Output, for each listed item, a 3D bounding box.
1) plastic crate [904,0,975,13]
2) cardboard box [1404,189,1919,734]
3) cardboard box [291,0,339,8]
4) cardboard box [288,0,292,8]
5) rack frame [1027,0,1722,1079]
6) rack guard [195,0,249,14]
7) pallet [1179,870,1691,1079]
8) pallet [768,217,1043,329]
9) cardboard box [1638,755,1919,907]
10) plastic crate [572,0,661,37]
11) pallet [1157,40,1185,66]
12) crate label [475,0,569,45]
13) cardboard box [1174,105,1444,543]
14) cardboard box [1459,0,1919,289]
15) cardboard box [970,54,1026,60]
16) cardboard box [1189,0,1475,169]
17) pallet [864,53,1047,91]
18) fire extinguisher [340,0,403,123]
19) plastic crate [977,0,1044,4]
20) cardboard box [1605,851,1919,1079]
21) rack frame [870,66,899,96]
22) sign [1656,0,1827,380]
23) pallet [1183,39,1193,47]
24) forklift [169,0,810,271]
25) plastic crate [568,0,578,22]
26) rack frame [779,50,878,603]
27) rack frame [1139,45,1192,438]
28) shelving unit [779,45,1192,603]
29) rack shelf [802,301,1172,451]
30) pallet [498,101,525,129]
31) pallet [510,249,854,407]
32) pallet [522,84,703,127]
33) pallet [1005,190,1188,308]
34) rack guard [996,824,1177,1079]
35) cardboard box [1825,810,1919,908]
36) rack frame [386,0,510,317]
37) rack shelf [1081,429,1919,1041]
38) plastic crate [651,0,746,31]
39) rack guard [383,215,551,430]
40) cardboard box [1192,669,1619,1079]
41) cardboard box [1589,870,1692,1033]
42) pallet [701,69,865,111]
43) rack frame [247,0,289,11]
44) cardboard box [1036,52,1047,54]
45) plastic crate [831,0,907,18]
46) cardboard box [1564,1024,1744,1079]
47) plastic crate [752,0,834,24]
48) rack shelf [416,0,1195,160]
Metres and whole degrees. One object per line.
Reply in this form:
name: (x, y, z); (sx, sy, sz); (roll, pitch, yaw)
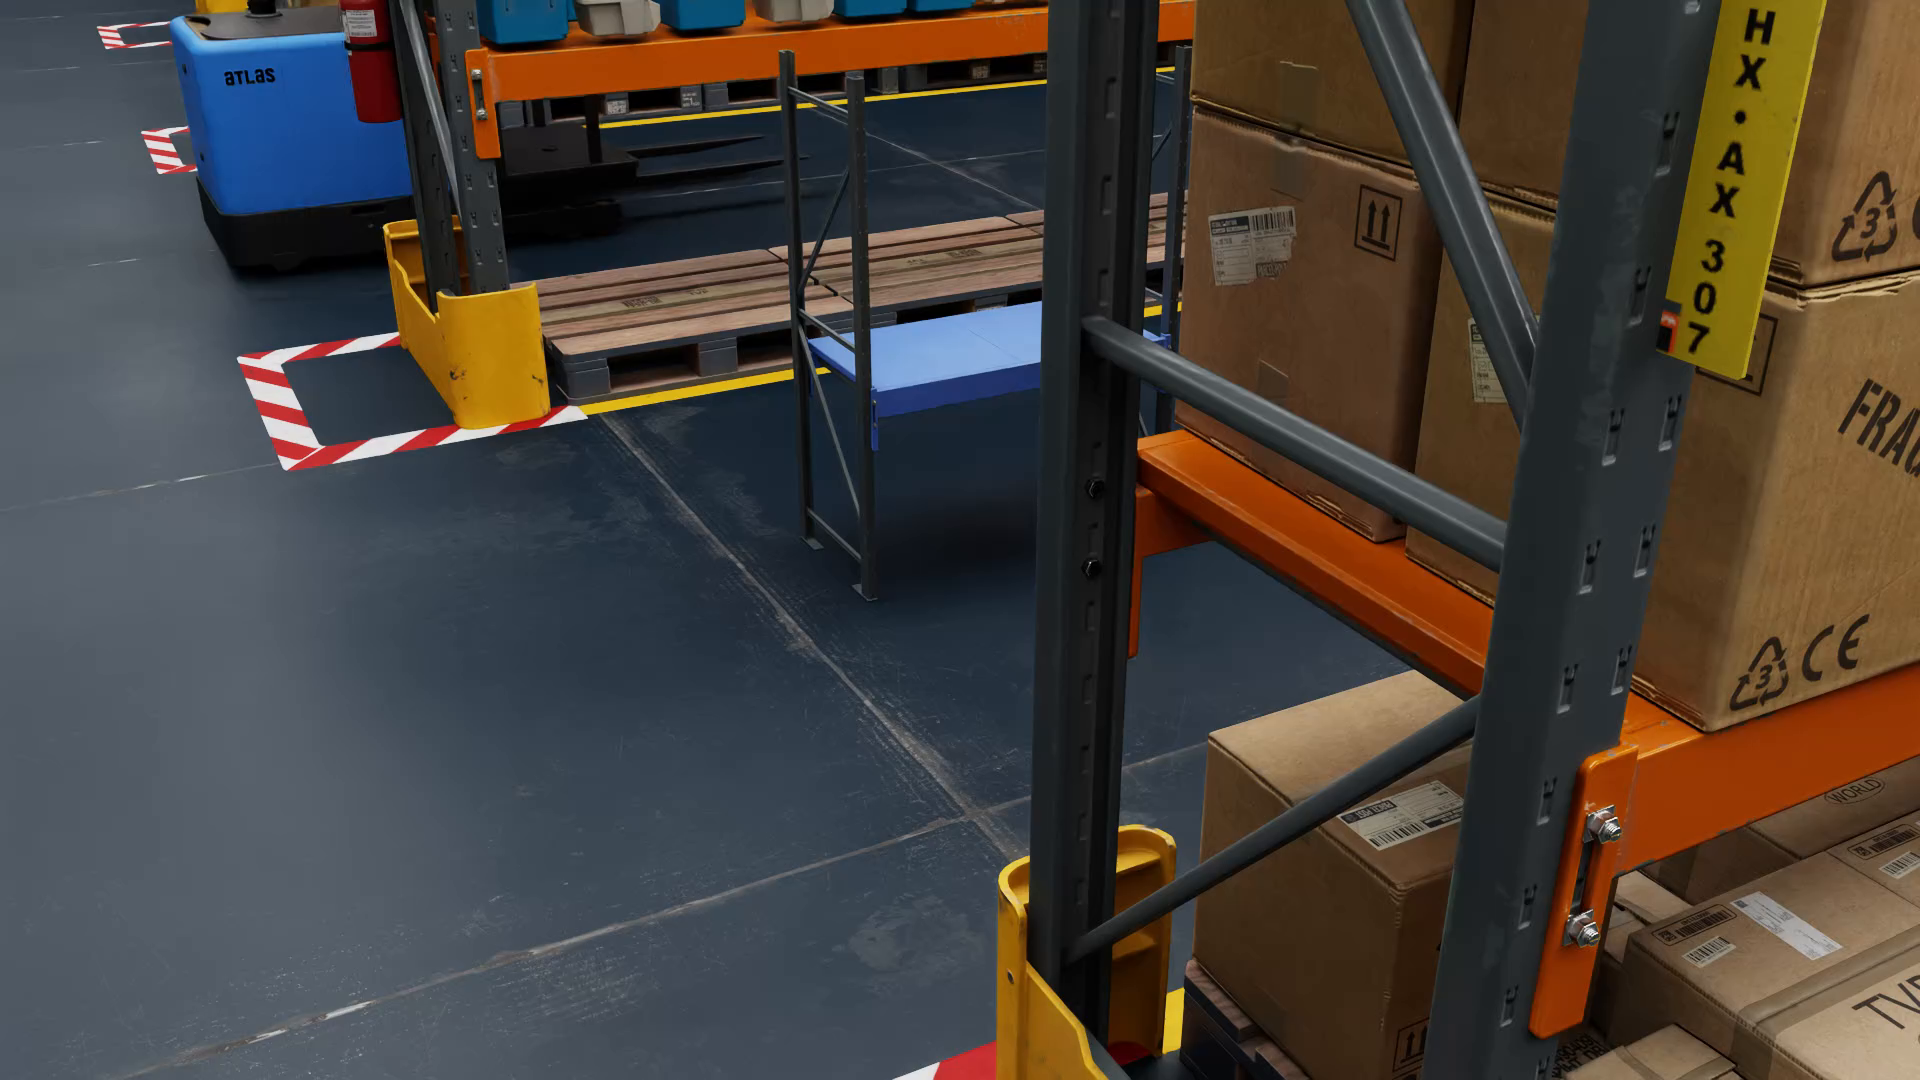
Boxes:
plastic crate: (-0.125, -2.219, 6.531); (0.300, 0.233, 0.416); (-13, 29, -25)
cardboard box: (0.919, -0.156, 1.994); (0.500, 0.500, 0.500); (-12, 28, -24)
cardboard box: (-3.728, -3.298, 10.622); (0.875, 0.875, 0.875); (-13, 29, -25)
cardboard box: (-5.887, -4.709, 14.400); (0.250, 0.149, 0.380); (-12, 28, -24)
rack frame: (0.404, -0.120, 2.034); (0.053, 2.616, 0.949); (-13, 29, -25)
rack guard: (-6.433, -4.709, 14.480); (0.348, 0.500, 1.175); (-13, 29, -25)
pallet: (1.173, 0.958, 3.012); (1.213, 0.211, 1.003); (-13, 29, -25)
pallet: (-0.104, -1.157, 7.415); (1.213, 0.211, 1.003); (-13, 29, -25)
cardboard box: (1.619, 0.533, 3.343); (0.500, 0.250, 0.500); (-13, 29, -25)
plastic crate: (-1.230, -1.880, 5.936); (0.298, 0.136, 0.250); (-13, 29, -25)
pallet: (0.997, -3.899, 13.127); (1.213, 0.211, 1.003); (-13, 29, -25)
crate label: (-1.552, -1.890, 5.845); (0.303, 0.233, 0.416); (-13, 29, -25)
cardboard box: (0.670, -0.362, 2.422); (0.500, 0.500, 0.500); (-12, 28, -24)
cardboard box: (0.919, -0.607, 1.777); (0.500, 0.500, 0.500); (-12, 28, -24)
cardboard box: (-0.171, -4.089, 12.272); (0.875, 0.875, 1.225); (-13, 29, -25)
cardboard box: (0.666, -0.813, 2.206); (0.500, 0.500, 0.500); (-13, 29, -26)
pallet: (-0.080, -3.649, 12.606); (1.213, 0.211, 1.003); (-13, 29, -25)
fire extinguisher: (-2.272, -1.954, 6.374); (0.183, 0.674, 0.296); (-13, 29, -25)
plastic crate: (0.210, -2.267, 6.742); (0.466, 0.136, 0.293); (-13, 29, -25)
cardboard box: (1.457, 0.816, 2.754); (0.500, 0.250, 0.500); (-13, 29, -25)
rack frame: (-0.726, -4.720, 11.615); (0.127, 3.000, 1.000); (-13, 29, -25)
sign: (0.658, -0.304, 1.418); (0.005, 0.325, 0.100); (-13, 29, -25)
pallet: (2.073, -4.146, 13.641); (1.213, 0.211, 1.003); (-13, 29, -25)
forklift: (-2.304, -3.029, 8.172); (3.031, 2.935, 1.130); (-14, 29, -26)
plastic crate: (-1.717, -2.196, 6.249); (0.499, 0.435, 0.616); (-13, 29, -25)
rack frame: (-0.373, -0.590, 4.746); (0.032, 1.500, 0.500); (-13, 29, -25)
rack frame: (0.524, -0.797, 5.177); (0.032, 1.500, 0.500); (-13, 29, -25)
shelving unit: (0.075, -0.693, 4.962); (1.048, 1.500, 0.538); (-13, 29, -25)
rack shelf: (0.075, -0.531, 5.039); (1.000, 0.185, 0.538); (-13, 29, -25)
pallet: (-3.587, -2.841, 10.923); (1.213, 0.211, 1.003); (-13, 29, -25)
pallet: (-1.179, -0.910, 6.901); (1.213, 0.211, 1.003); (-13, 29, -25)
pallet: (-2.511, -3.088, 11.437); (1.213, 0.211, 1.003); (-13, 29, -25)
pallet: (0.974, -1.407, 7.936); (1.213, 0.211, 1.003); (-13, 29, -25)
rack guard: (0.470, 0.990, 2.610); (0.348, 0.500, 1.175); (-13, 29, -25)
cardboard box: (1.899, 0.714, 2.966); (0.500, 0.250, 0.500); (-13, 29, -25)
rack frame: (-1.925, -2.014, 5.979); (0.127, 3.000, 1.000); (-13, 29, -25)
rack shelf: (2.168, -0.204, 3.041); (4.000, 0.370, 1.077); (-13, 29, -25)
plastic crate: (-0.971, -2.024, 6.124); (0.300, 0.233, 0.416); (-13, 29, -25)
rack guard: (-1.940, -0.877, 6.499); (0.348, 0.500, 1.175); (-13, 29, -25)
cardboard box: (0.767, 0.602, 2.909); (0.500, 0.500, 0.500); (-13, 29, -25)
cardboard box: (1.166, 0.705, 3.082); (0.250, 0.166, 0.380); (-13, 29, -25)
pallet: (-1.434, -3.338, 11.958); (1.213, 0.211, 1.003); (-13, 29, -25)
rack frame: (-4.255, -3.905, 9.918); (0.127, 3.000, 1.000); (-13, 29, -25)
cardboard box: (0.618, -4.272, 12.651); (0.875, 0.875, 1.225); (-14, 29, -27)
plastic crate: (-0.390, -2.158, 6.403); (0.300, 0.233, 0.416); (-13, 29, -25)
cardboard box: (1.155, 0.953, 2.565); (0.250, 0.166, 0.380); (-13, 29, -25)
plastic crate: (-0.631, -2.018, 6.224); (0.298, 0.136, 0.250); (-13, 29, -25)
rack shelf: (-0.160, -2.097, 6.983); (4.000, 0.370, 1.077); (-13, 29, -25)
